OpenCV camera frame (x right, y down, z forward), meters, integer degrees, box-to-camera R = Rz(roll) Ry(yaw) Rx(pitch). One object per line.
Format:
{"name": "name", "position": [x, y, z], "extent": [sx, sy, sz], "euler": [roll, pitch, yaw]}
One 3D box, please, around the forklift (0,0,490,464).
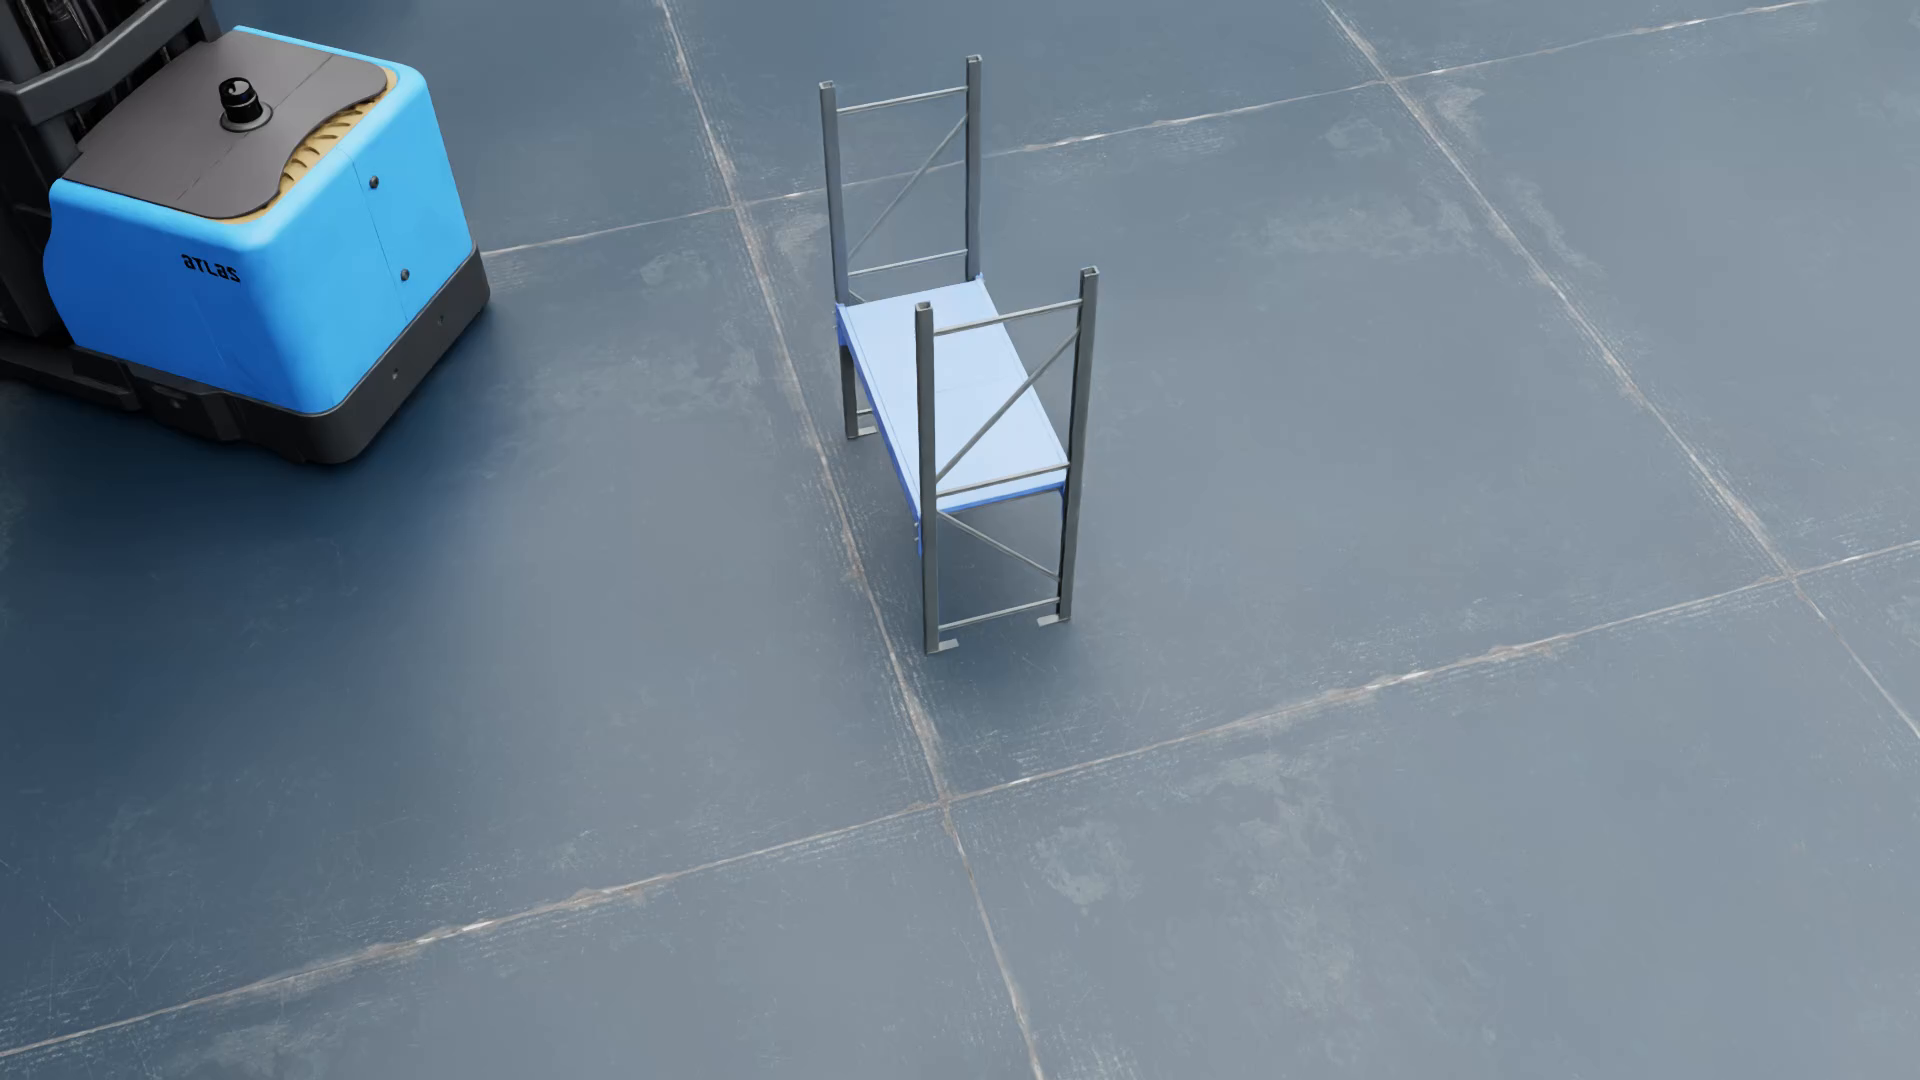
{"name": "forklift", "position": [-3.395, -1.928, 5.458], "extent": [3.031, 2.935, 1.130], "euler": [16, 52, 13]}

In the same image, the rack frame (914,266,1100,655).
{"name": "rack frame", "position": [0.125, -0.174, 4.916], "extent": [0.500, 1.500, 0.032], "euler": [-13, 51, -11]}

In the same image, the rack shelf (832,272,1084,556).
{"name": "rack shelf", "position": [-0.025, -0.430, 5.367], "extent": [0.538, 0.185, 1.000], "euler": [-13, 51, -11]}

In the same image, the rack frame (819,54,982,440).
{"name": "rack frame", "position": [-0.176, -0.917, 5.542], "extent": [0.500, 1.500, 0.032], "euler": [-13, 51, -11]}

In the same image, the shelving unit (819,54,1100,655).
{"name": "shelving unit", "position": [-0.025, -0.546, 5.229], "extent": [0.538, 1.500, 1.048], "euler": [-13, 51, -11]}
